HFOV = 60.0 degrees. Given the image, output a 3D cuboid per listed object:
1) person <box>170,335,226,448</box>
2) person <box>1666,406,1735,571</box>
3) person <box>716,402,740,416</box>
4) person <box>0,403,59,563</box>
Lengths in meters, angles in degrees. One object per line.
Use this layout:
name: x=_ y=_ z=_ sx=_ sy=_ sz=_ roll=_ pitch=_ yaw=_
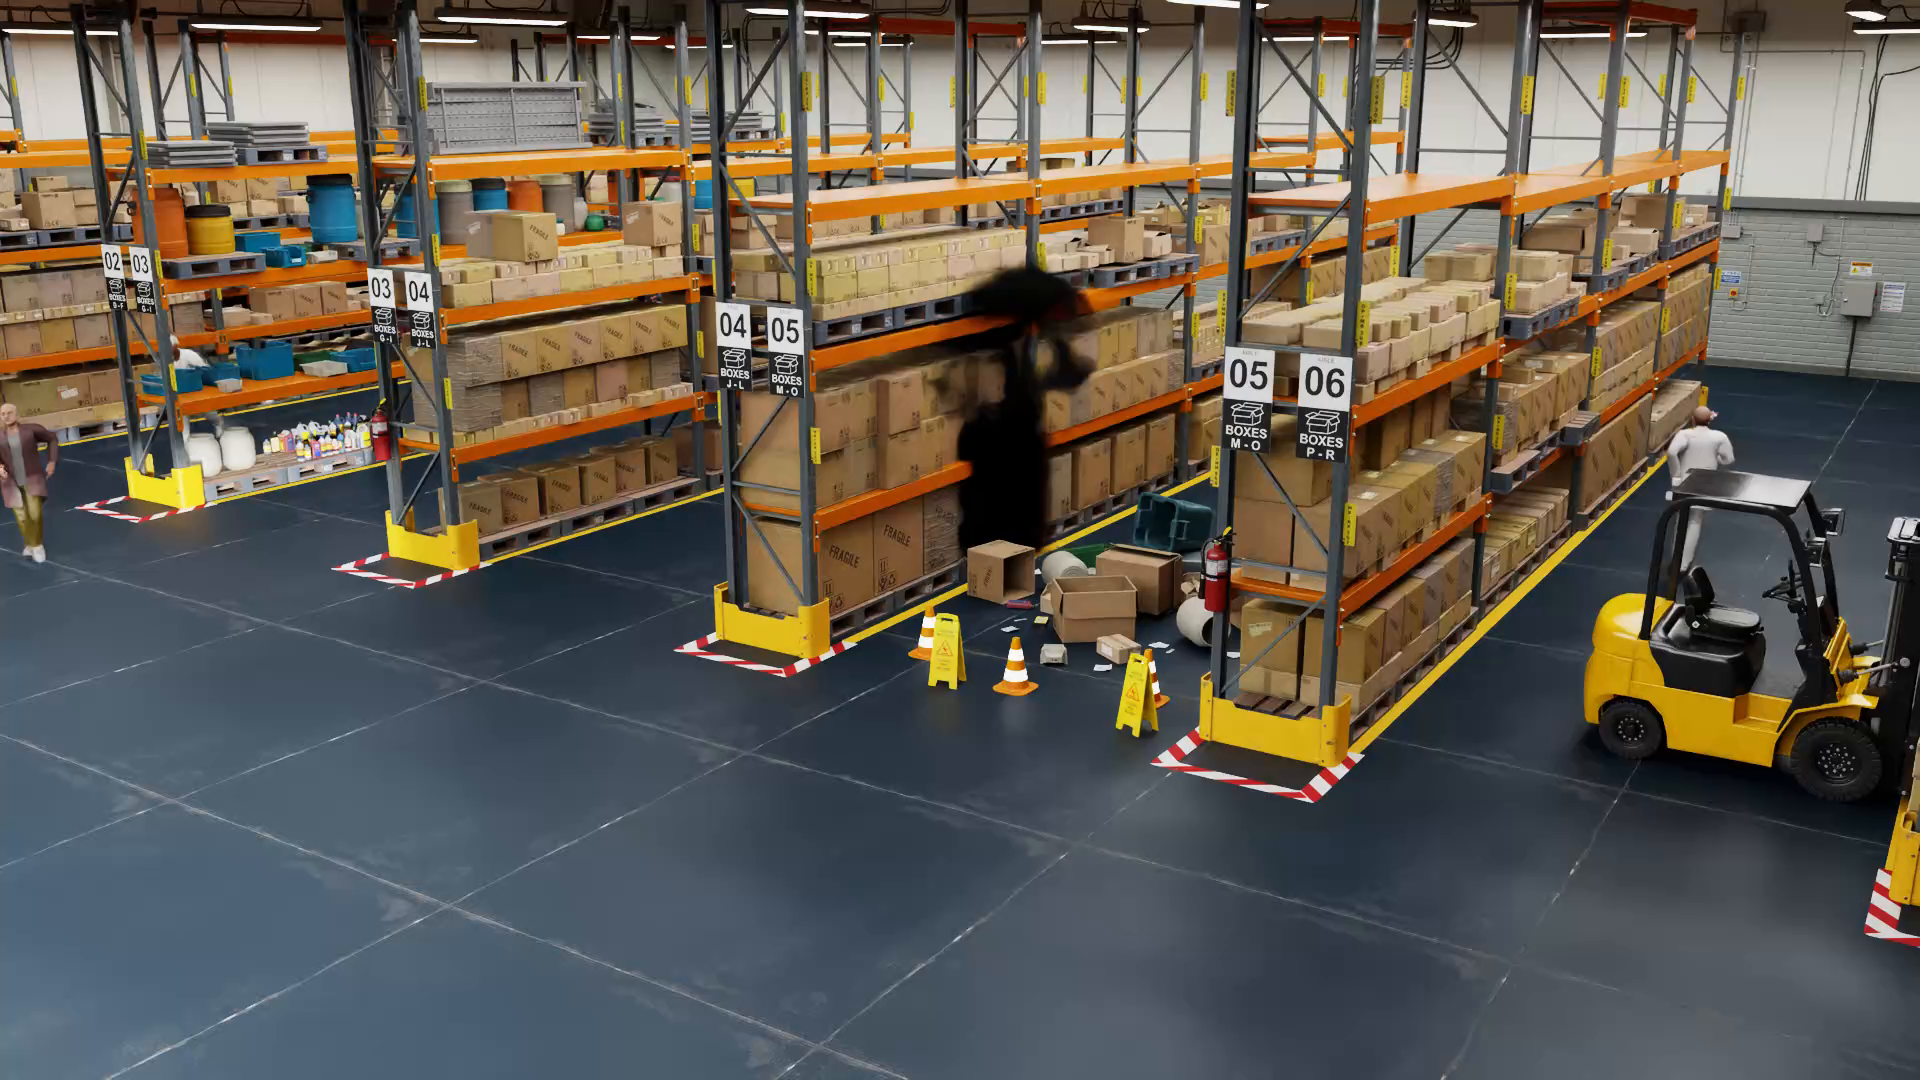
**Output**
person: x=-11.012 y=-2.145 z=23.886 sx=0.745 sy=1.715 sz=1.061 roll=4 pitch=16 yaw=15
person: x=7.871 y=-0.504 z=17.771 sx=0.668 sy=1.855 sz=0.862 roll=7 pitch=17 yaw=24
person: x=-3.472 y=-2.400 z=24.869 sx=0.607 sy=1.686 sz=0.802 roll=12 pitch=20 yaw=38
person: x=-10.259 y=-0.617 z=18.217 sx=0.718 sy=1.773 sz=0.745 roll=-6 pitch=17 yaw=-20
